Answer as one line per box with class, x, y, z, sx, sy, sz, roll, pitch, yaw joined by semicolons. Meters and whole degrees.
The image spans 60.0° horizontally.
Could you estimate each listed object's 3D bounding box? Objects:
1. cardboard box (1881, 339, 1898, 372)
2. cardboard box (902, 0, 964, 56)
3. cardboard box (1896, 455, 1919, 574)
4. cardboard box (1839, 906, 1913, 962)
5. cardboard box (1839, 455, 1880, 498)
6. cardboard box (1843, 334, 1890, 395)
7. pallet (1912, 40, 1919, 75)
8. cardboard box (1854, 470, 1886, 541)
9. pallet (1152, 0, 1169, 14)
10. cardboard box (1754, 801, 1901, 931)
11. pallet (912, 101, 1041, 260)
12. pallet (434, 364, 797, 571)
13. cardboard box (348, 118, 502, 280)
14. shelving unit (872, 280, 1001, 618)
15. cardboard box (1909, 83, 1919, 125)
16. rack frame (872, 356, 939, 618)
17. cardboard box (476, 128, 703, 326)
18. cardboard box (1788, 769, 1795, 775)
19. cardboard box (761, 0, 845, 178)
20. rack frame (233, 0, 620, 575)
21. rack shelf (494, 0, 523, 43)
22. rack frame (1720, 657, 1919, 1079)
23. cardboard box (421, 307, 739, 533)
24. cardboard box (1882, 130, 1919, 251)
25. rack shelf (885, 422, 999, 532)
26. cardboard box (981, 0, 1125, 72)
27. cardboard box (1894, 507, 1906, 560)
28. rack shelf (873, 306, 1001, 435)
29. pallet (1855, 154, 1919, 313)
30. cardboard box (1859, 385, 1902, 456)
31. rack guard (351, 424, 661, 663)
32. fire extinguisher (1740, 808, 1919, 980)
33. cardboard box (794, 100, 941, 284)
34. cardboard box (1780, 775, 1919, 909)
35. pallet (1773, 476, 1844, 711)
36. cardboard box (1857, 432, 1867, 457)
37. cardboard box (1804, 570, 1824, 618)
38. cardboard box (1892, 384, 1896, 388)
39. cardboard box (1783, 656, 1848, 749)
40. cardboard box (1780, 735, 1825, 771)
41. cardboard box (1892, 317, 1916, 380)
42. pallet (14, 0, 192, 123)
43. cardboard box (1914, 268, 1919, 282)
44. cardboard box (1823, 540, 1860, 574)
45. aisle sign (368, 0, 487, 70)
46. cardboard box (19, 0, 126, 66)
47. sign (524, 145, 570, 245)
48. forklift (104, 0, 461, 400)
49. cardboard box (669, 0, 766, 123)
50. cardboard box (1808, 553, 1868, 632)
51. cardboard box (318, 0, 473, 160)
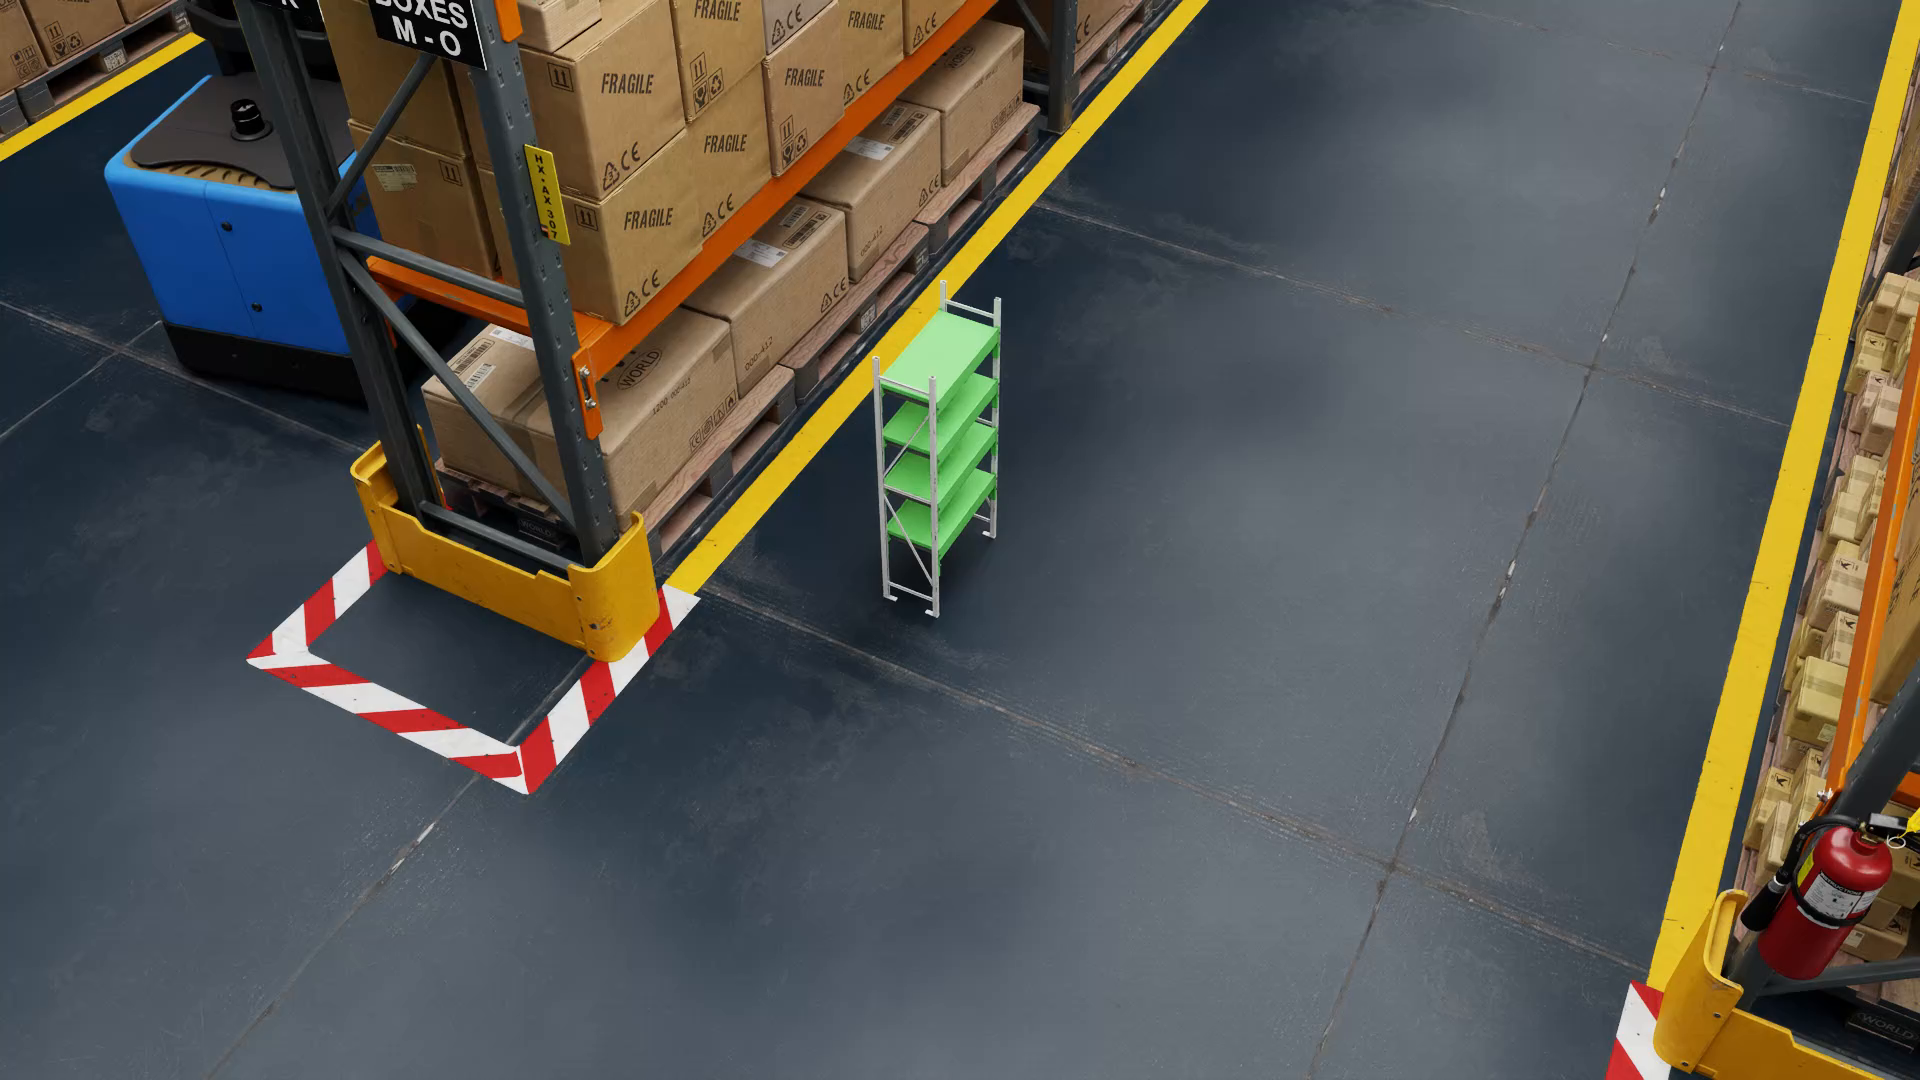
cardboard box;4.070;-0.777;6.909;0.380;0.149;0.250;21;49;19
cardboard box;-0.315;-2.420;6.963;0.500;0.500;0.500;20;49;18
cardboard box;2.927;-0.149;4.509;0.500;0.500;0.500;20;49;18
cardboard box;2.762;1.135;5.228;0.380;0.149;0.250;21;49;20
cardboard box;3.539;-0.139;6.278;0.380;0.149;0.250;20;49;19
cardboard box;3.982;-0.693;7.035;0.380;0.149;0.250;22;49;20
pallet;6.052;-2.886;9.454;1.003;0.211;1.213;20;49;19
cardboard box;3.468;-0.068;5.999;0.380;0.149;0.250;21;49;19
pallet;0.985;-3.711;10.270;1.003;0.211;1.213;20;49;19
cardboard box;2.695;1.005;5.148;0.380;0.149;0.250;19;48;18
pallet;-0.294;-1.976;8.554;1.003;0.211;1.213;20;49;19
pallet;-1.427;-0.439;7.035;1.003;0.211;1.213;20;49;19
cardboard box;-1.739;-1.316;5.871;0.500;0.500;0.500;21;49;19
shelving unit;-0.077;-0.317;6.220;0.258;1.200;0.503;20;49;19
cardboard box;5.160;-2.302;8.378;0.500;0.500;0.500;19;48;18
rack frame;-0.190;-0.164;6.068;0.240;1.200;0.015;20;49;19
cardboard box;-1.251;-1.132;5.690;0.500;0.500;0.500;20;49;19
cardboard box;2.991;0.802;5.557;0.380;0.149;0.250;20;49;19
cardboard box;-0.789;-1.774;6.324;0.500;0.500;0.500;20;49;19
rack frame;-1.729;-0.889;5.520;1.000;3.000;0.127;20;49;19
rack shelf;-0.800;-2.951;5.954;1.077;0.370;4.000;20;49;19
rack frame;2.703;0.681;3.968;1.000;3.000;0.127;20;49;19
cardboard box;-1.511;-0.585;6.725;0.875;0.438;0.875;19;48;18
cardboard box;4.680;-1.657;7.741;0.500;0.500;0.500;20;49;18
rack shelf;-0.077;-0.273;6.266;0.258;0.148;0.480;20;49;19
cardboard box;0.345;-3.227;9.029;0.875;0.875;0.875;22;49;20
cardboard box;2.953;-0.005;4.822;0.380;0.149;0.250;22;49;20
rack shelf;-0.077;-0.610;5.924;0.258;0.148;0.480;20;49;19
pallet;4.920;-1.349;7.935;1.003;0.211;1.213;20;49;19
cardboard box;3.671;-0.410;6.337;0.380;0.149;0.250;21;49;20
rack guard;-1.740;0.005;6.394;1.175;0.500;0.348;20;49;19
fire extinguisher;2.177;0.846;4.121;0.296;0.674;0.183;20;49;19
cardboard box;-0.673;-1.732;7.859;0.875;0.438;0.875;19;48;18
cardboard box;2.724;0.910;5.033;0.380;0.149;0.250;21;49;19
pallet;3.714;0.348;6.258;1.003;0.211;1.213;20;49;19
cardboard box;3.840;-0.343;6.689;0.380;0.149;0.250;19;48;18
cardboard box;3.302;0.295;6.058;0.380;0.149;0.250;21;49;20
cardboard box;3.861;-0.442;6.578;0.380;0.149;0.250;18;48;17
cardboard box;2.899;0.565;5.373;0.380;0.149;0.250;19;48;18
cardboard box;2.935;0.677;5.472;0.380;0.149;0.250;19;48;17
cardboard box;3.962;-0.715;6.638;0.380;0.149;0.250;20;49;19
pallet;-5.155;-2.862;9.430;1.003;0.211;1.213;20;49;19
cardboard box;4.216;-1.044;6.964;0.380;0.149;0.250;22;49;21
cardboard box;3.299;0.191;5.952;0.380;0.149;0.250;23;50;21
aisle sign;-1.505;-1.662;4.456;0.394;0.787;0.004;20;49;19
cardboard box;-4.994;-2.974;9.043;0.500;0.500;0.500;21;49;20
sign;-1.240;-1.034;4.999;0.100;0.325;0.005;20;49;19
forklift;-2.635;-2.708;7.365;1.130;2.935;3.031;11;46;10
cardboard box;-1.020;-1.812;5.659;0.500;0.500;0.500;19;48;18
cardboard box;3.151;0.235;5.699;0.380;0.149;0.250;22;49;20
cardboard box;-1.716;-1.658;5.507;0.500;0.500;0.500;22;49;20
